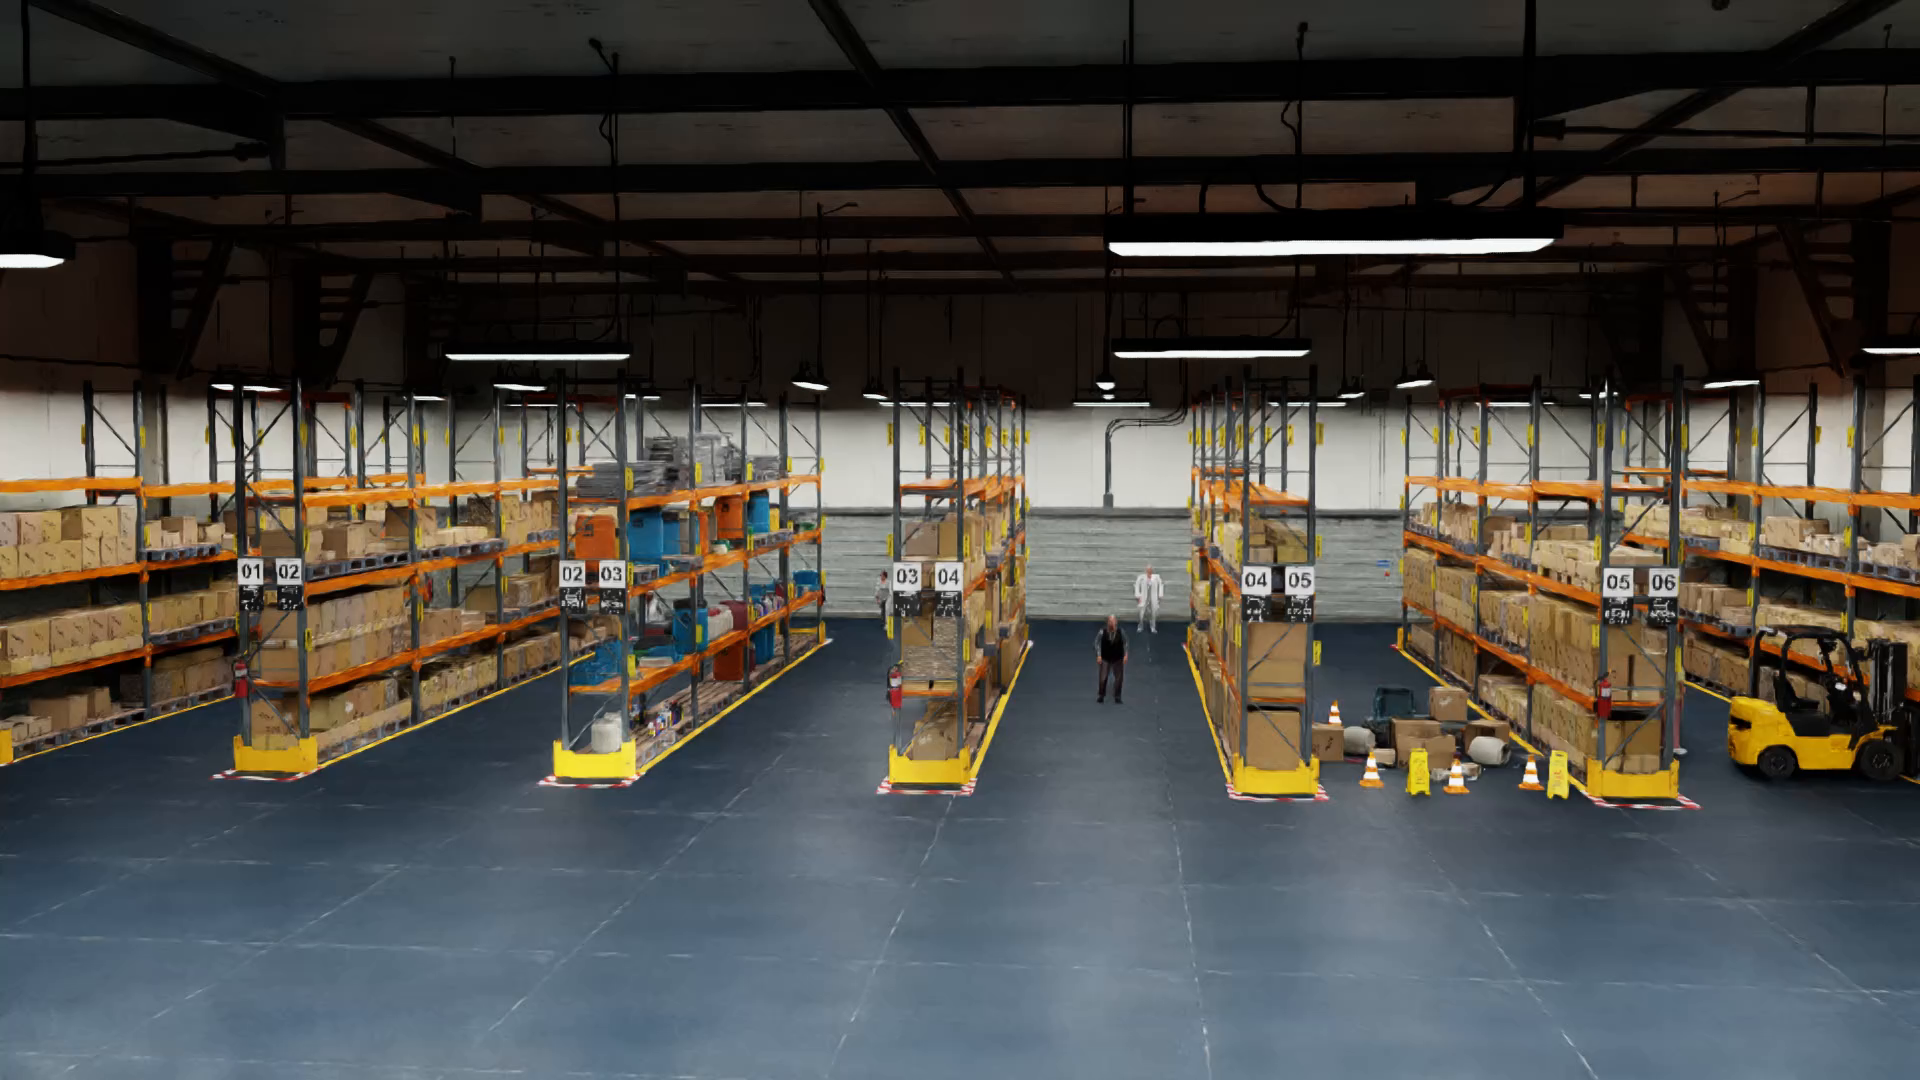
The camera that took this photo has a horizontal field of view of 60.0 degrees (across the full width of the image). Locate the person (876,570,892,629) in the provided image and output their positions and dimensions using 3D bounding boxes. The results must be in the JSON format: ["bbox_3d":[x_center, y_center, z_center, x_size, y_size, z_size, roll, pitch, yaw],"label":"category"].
[{"bbox_3d":[-1.990,1.552,43.405,0.417,1.480,1.036,0,4,8],"label":"person"}]

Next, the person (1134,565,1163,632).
[{"bbox_3d":[4.828,1.498,42.568,0.729,1.733,0.546,0,4,4],"label":"person"}]

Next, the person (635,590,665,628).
[{"bbox_3d":[-6.811,1.878,36.536,0.677,1.726,0.574,0,4,3],"label":"person"}]

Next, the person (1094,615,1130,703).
[{"bbox_3d":[2.848,2.233,31.233,0.677,1.673,0.530,0,4,4],"label":"person"}]

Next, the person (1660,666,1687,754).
[{"bbox_3d":[11.288,2.526,26.306,0.433,1.654,0.494,-2,4,-26],"label":"person"}]
